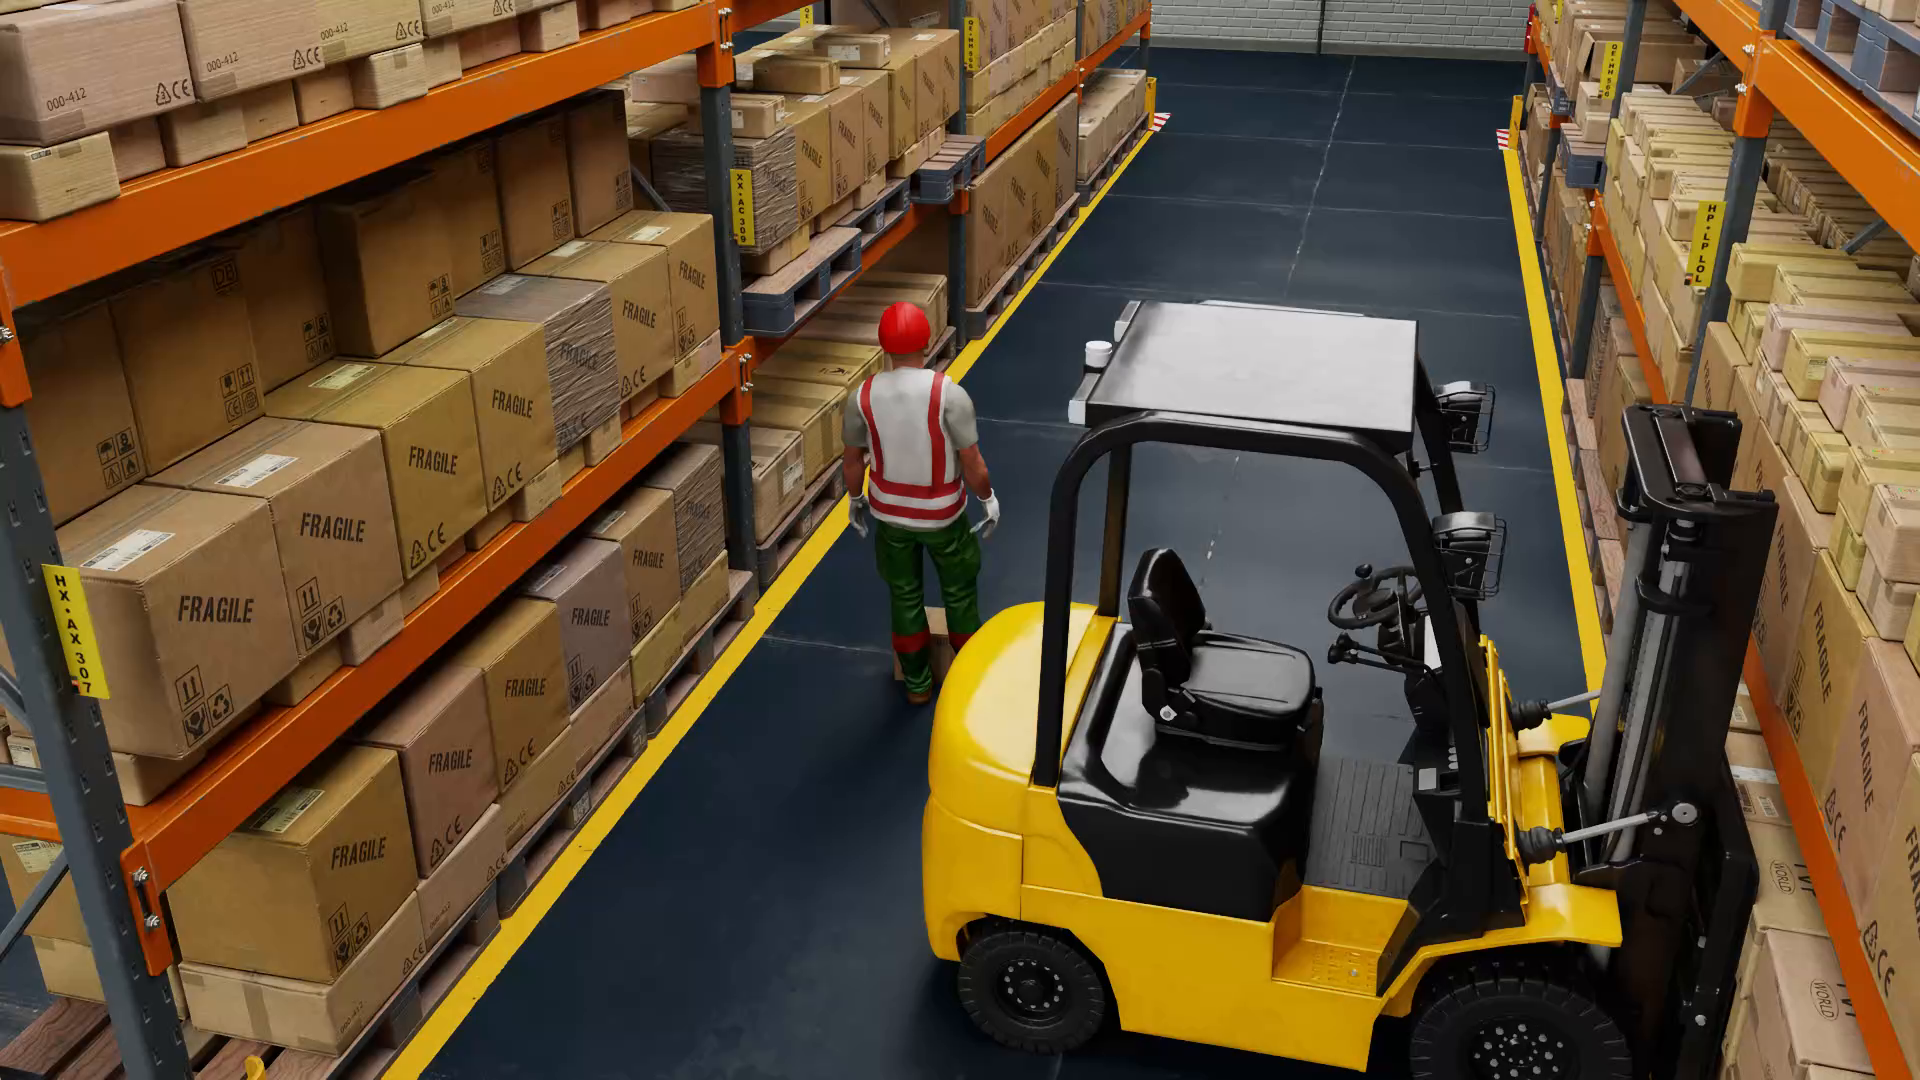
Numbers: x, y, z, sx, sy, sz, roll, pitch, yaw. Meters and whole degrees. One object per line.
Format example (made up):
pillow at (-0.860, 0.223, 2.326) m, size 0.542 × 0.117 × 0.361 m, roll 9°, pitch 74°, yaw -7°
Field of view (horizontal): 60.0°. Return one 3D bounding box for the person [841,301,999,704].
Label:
person at (-0.142, -0.156, 6.889) m, size 0.638 × 1.789 × 0.563 m, roll 5°, pitch 26°, yaw 11°
